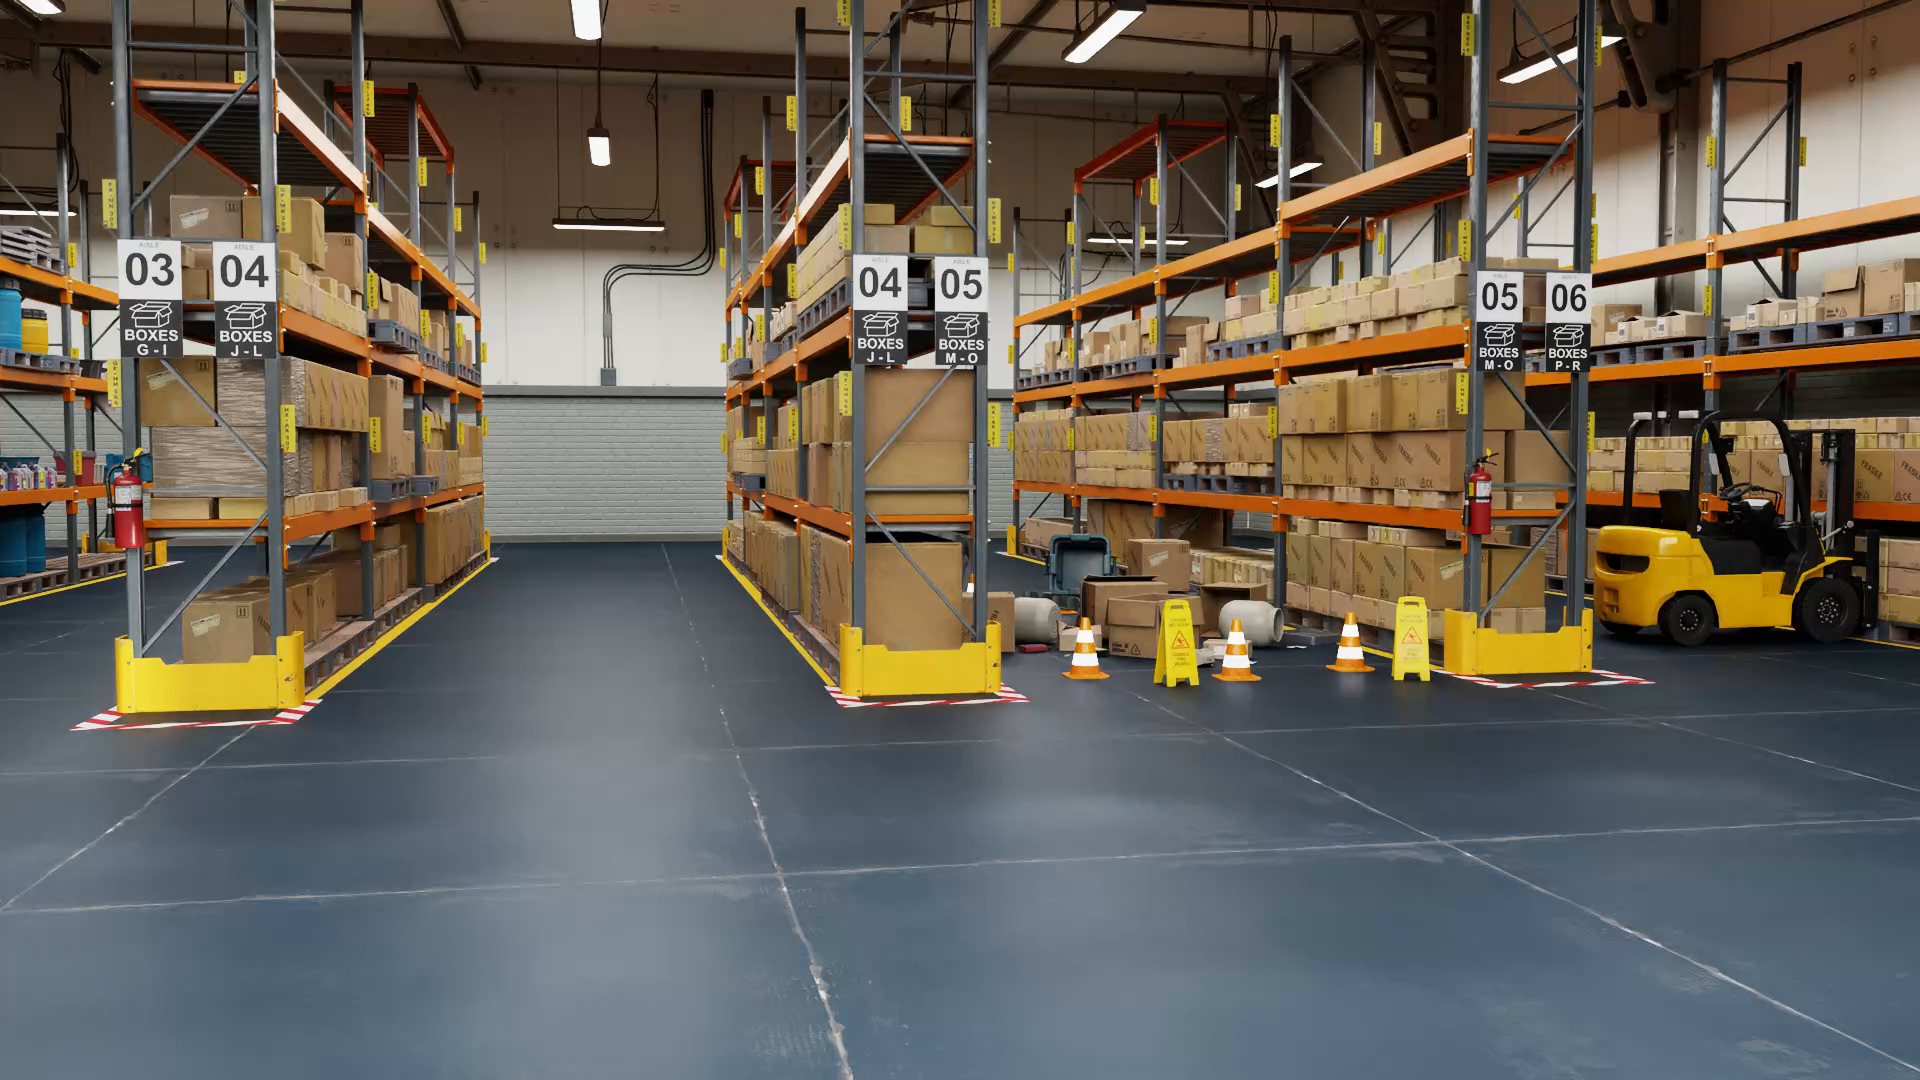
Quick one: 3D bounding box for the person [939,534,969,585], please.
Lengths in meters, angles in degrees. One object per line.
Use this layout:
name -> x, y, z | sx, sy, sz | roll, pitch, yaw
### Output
person -> -0.200, 0.353, 19.190 | 0.507, 0.860, 0.954 | -1, 3, -13
